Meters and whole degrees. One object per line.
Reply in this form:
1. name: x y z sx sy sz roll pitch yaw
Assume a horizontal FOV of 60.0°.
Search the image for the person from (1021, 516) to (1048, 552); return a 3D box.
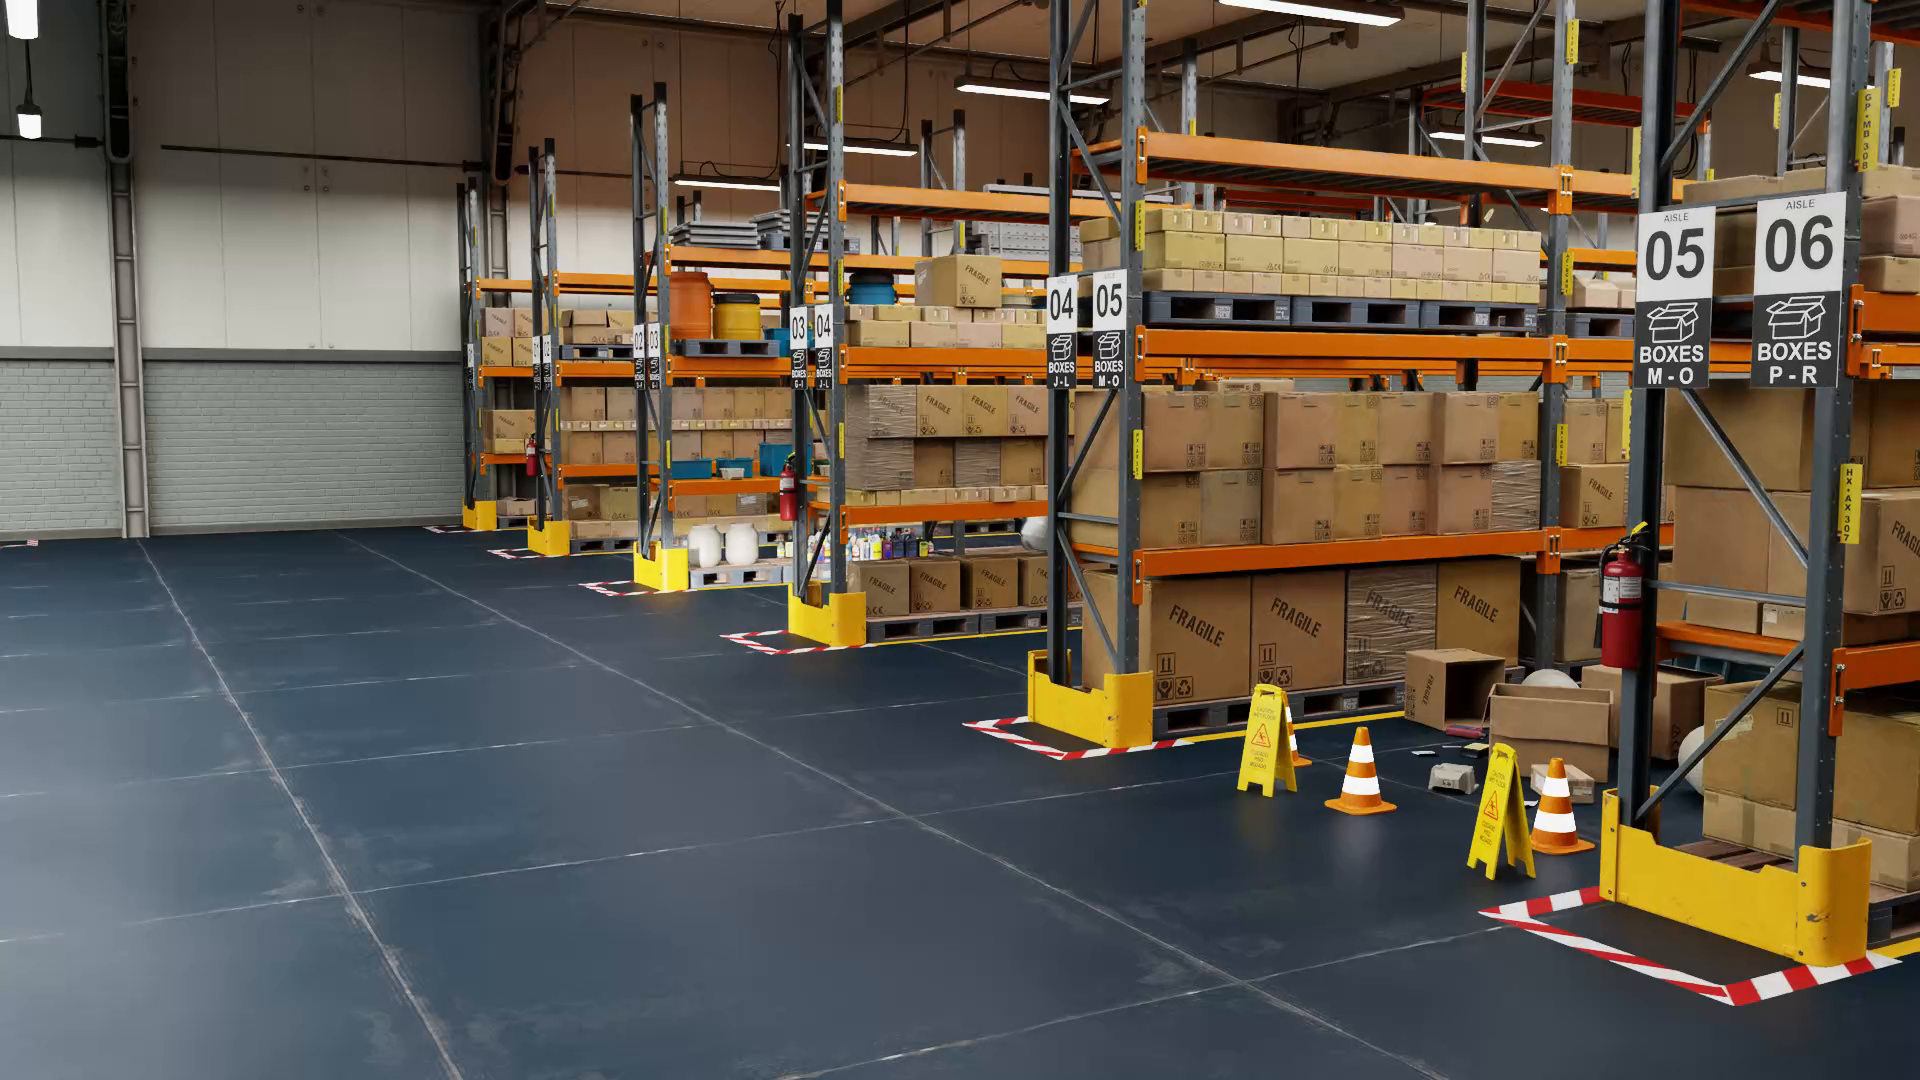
1. person: 1.053 -0.008 19.396 0.714 1.349 0.535 -3 6 -29
